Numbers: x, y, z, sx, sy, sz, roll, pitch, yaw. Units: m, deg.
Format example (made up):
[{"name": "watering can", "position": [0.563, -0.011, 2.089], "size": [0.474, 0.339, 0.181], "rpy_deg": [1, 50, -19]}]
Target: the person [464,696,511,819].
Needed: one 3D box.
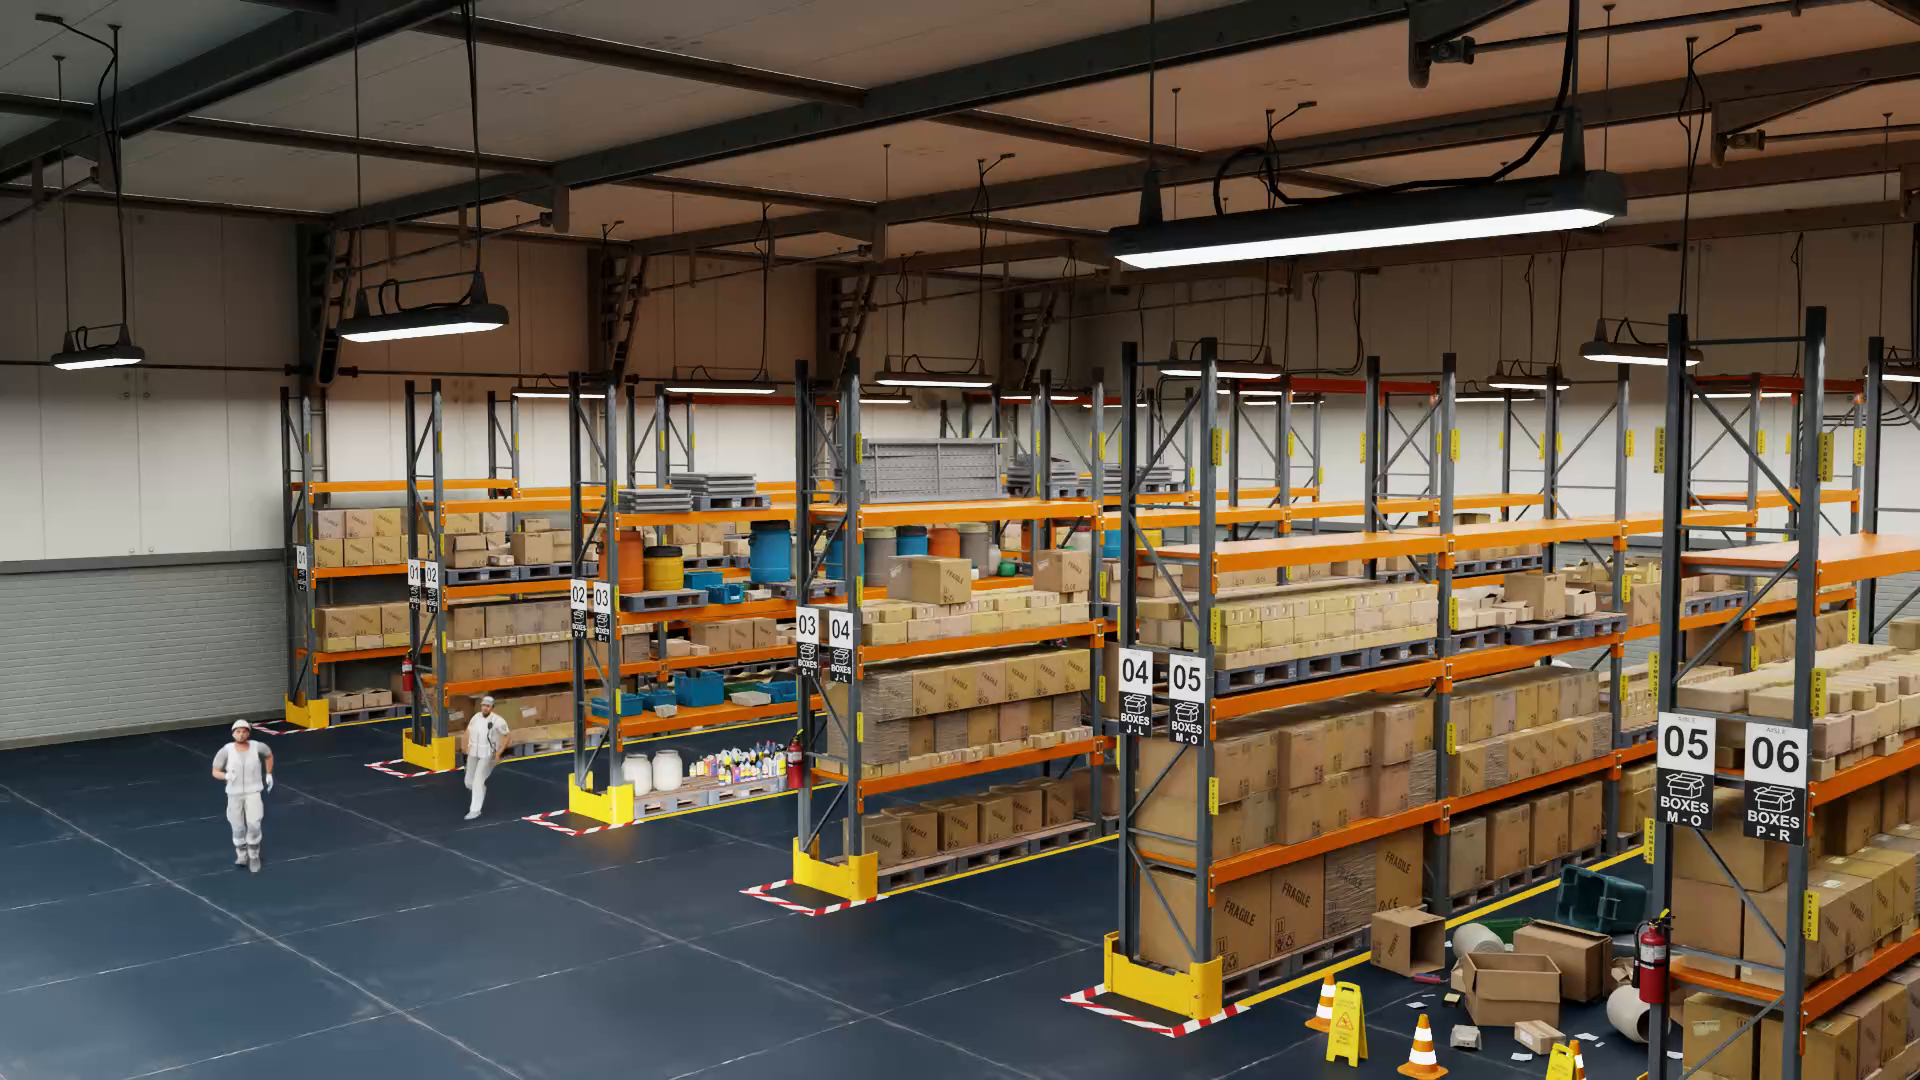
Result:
[{"name": "person", "position": [-6.411, 2.925, 22.561], "size": [0.680, 1.646, 0.671], "rpy_deg": [1, 4, 12]}]

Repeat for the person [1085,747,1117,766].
[{"name": "person", "position": [2.149, 2.779, 24.209], "size": [1.041, 1.788, 0.722], "rpy_deg": [-3, 5, -42]}]

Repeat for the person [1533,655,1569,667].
[{"name": "person", "position": [9.503, 2.564, 26.822], "size": [0.608, 1.813, 0.909], "rpy_deg": [4, 5, 44]}]

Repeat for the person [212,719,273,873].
[{"name": "person", "position": [-8.441, 3.023, 19.576], "size": [0.649, 1.833, 0.748], "rpy_deg": [-1, 4, -21]}]
